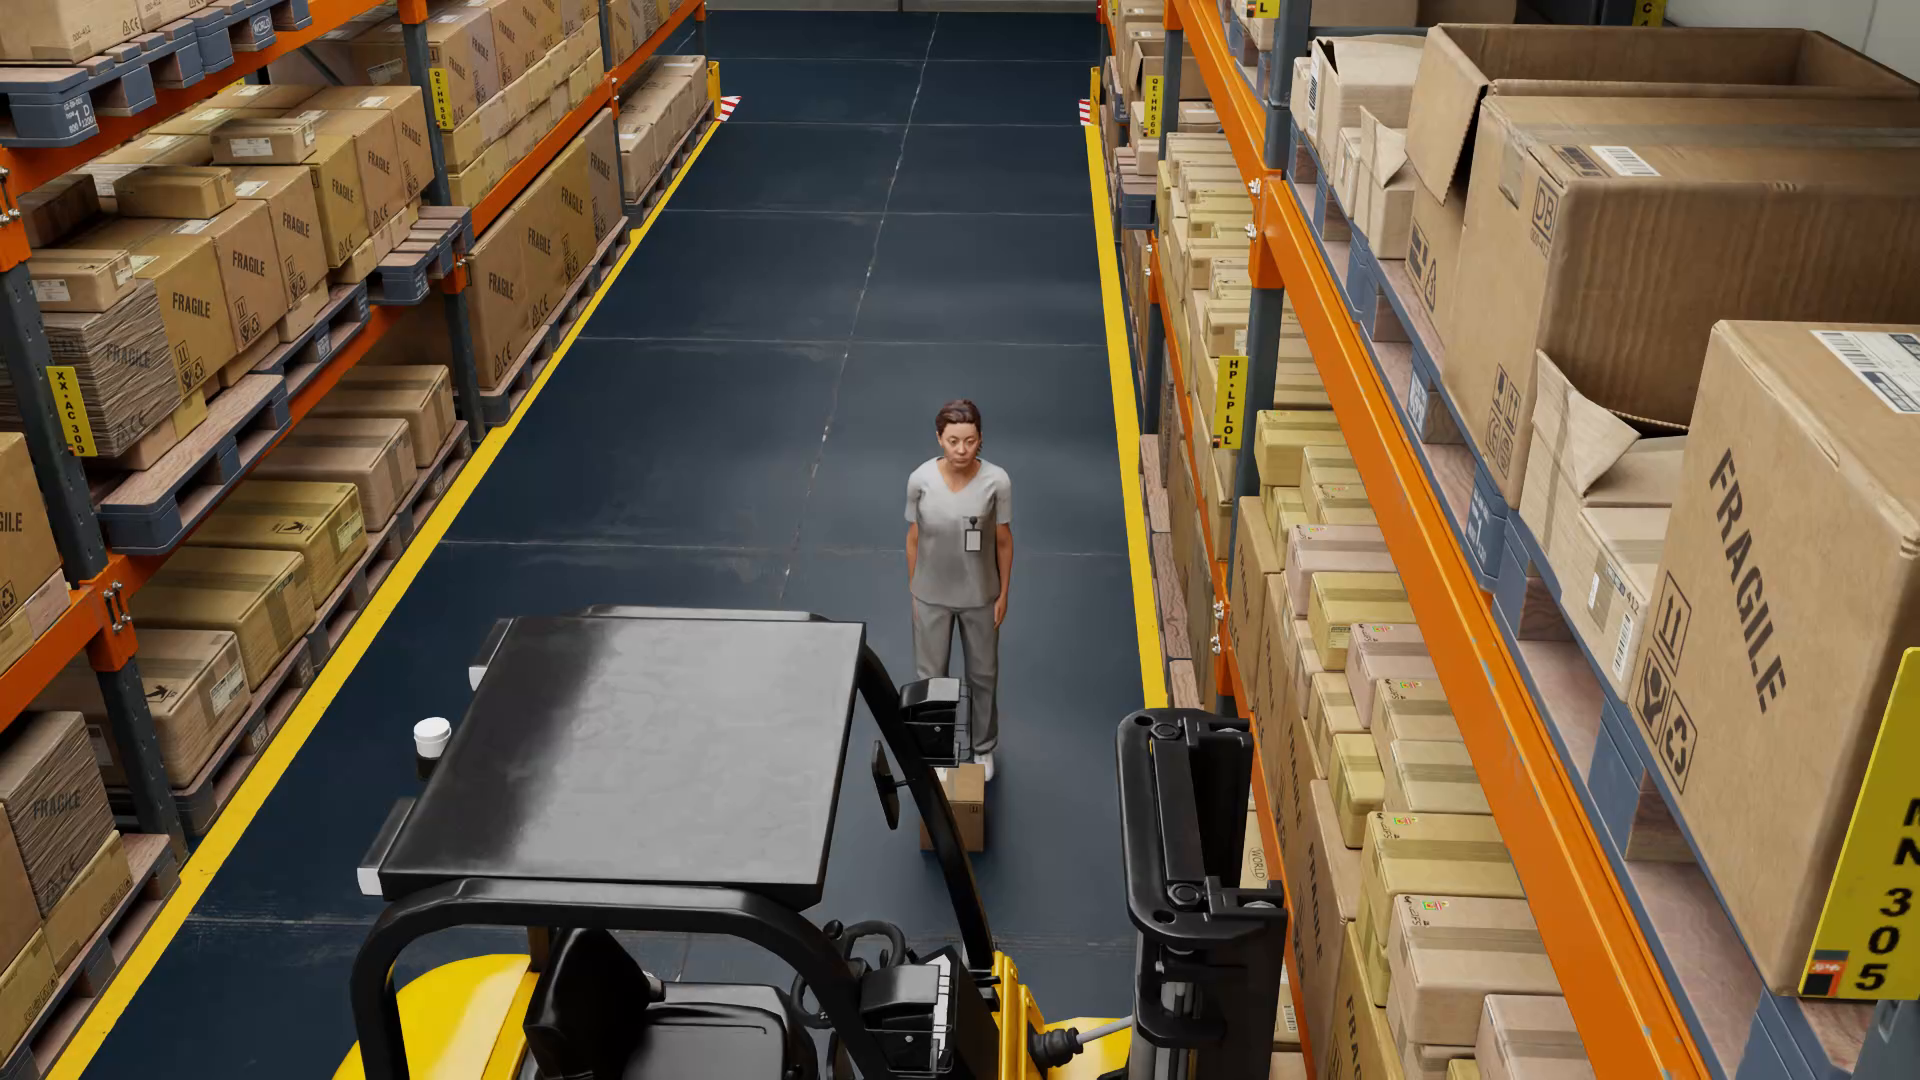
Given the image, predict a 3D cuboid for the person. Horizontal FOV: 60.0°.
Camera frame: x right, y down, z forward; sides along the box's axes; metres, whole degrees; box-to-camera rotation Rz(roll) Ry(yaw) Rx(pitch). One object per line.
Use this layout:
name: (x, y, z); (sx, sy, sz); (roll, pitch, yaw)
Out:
person: (-0.006, 0.232, 6.721); (0.436, 1.690, 0.363); (2, 28, 3)
